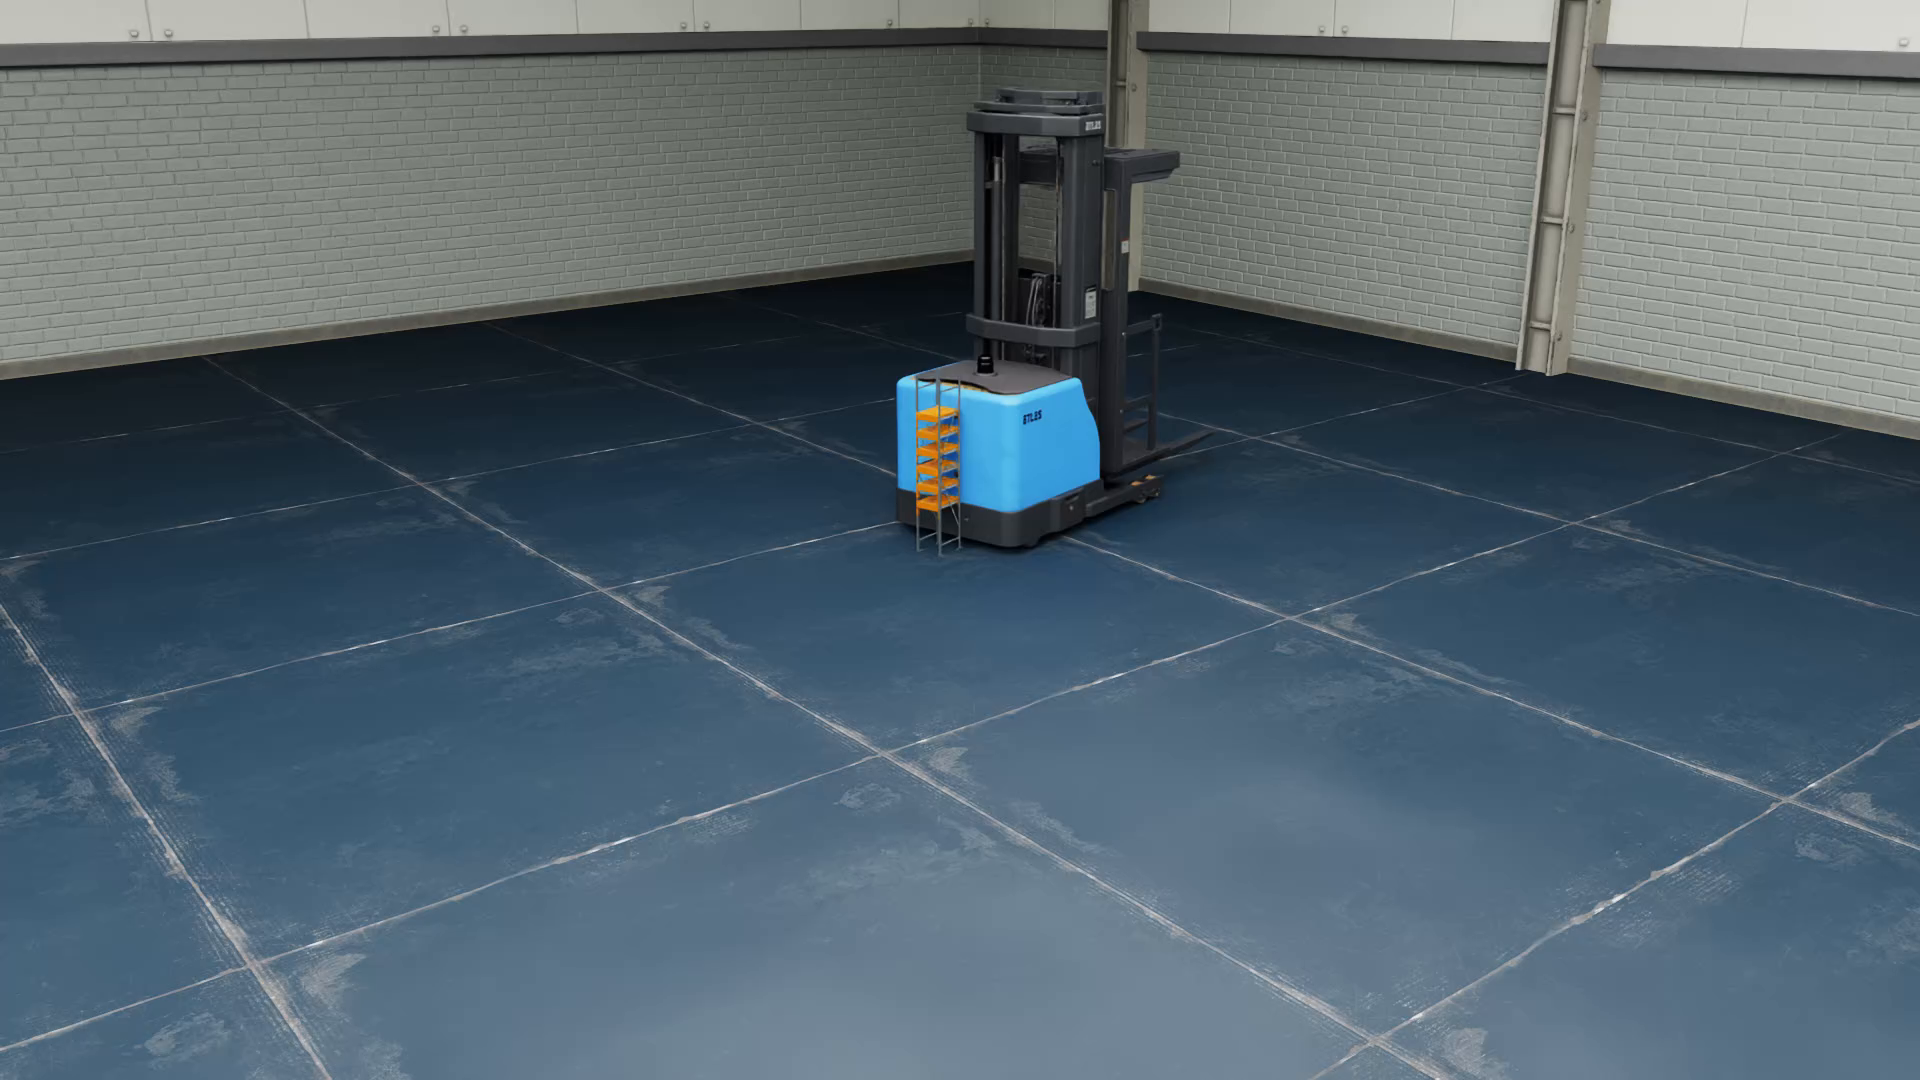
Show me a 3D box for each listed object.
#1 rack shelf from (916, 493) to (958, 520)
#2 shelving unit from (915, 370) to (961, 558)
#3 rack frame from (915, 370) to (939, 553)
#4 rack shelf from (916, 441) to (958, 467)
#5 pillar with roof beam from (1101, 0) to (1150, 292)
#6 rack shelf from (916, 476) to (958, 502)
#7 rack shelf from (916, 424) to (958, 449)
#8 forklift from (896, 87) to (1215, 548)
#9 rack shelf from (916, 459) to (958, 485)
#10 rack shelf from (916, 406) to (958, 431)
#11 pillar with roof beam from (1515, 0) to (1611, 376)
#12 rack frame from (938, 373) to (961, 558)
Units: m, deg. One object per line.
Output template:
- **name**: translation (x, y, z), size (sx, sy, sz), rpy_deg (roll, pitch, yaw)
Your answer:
- **rack shelf**: translation (-0.141, -0.230, 11.053), size (0.180, 0.103, 0.258), rpy_deg (13, 22, 34)
- **shelving unit**: translation (-0.141, -0.500, 10.963), size (0.189, 1.200, 0.258), rpy_deg (13, 22, 34)
- **rack frame**: translation (-0.214, -0.517, 11.014), size (0.006, 1.200, 0.240), rpy_deg (13, 22, 34)
- **rack shelf**: translation (-0.141, -0.572, 10.939), size (0.180, 0.103, 0.258), rpy_deg (13, 22, 34)
- **pillar with roof beam**: translation (-1.362, -6.582, 16.925), size (9.100, 9.000, 0.400), rpy_deg (-14, 23, -36)
- **rack shelf**: translation (-0.141, -0.344, 11.015), size (0.180, 0.103, 0.258), rpy_deg (13, 22, 34)
- **rack shelf**: translation (-0.141, -0.685, 10.902), size (0.180, 0.103, 0.258), rpy_deg (13, 22, 34)
- **forklift**: translation (0.852, -1.739, 11.953), size (1.130, 2.935, 3.031), rpy_deg (14, 23, 35)
- **rack shelf**: translation (-0.141, -0.458, 10.977), size (0.180, 0.103, 0.258), rpy_deg (13, 22, 34)
- **rack shelf**: translation (-0.141, -0.799, 10.864), size (0.180, 0.103, 0.258), rpy_deg (13, 22, 34)
- **pillar with roof beam**: translation (2.363, -5.104, 12.460), size (9.100, 9.000, 0.400), rpy_deg (-14, 23, -36)
- **rack frame**: translation (-0.067, -0.483, 10.912), size (0.006, 1.200, 0.240), rpy_deg (13, 22, 34)
